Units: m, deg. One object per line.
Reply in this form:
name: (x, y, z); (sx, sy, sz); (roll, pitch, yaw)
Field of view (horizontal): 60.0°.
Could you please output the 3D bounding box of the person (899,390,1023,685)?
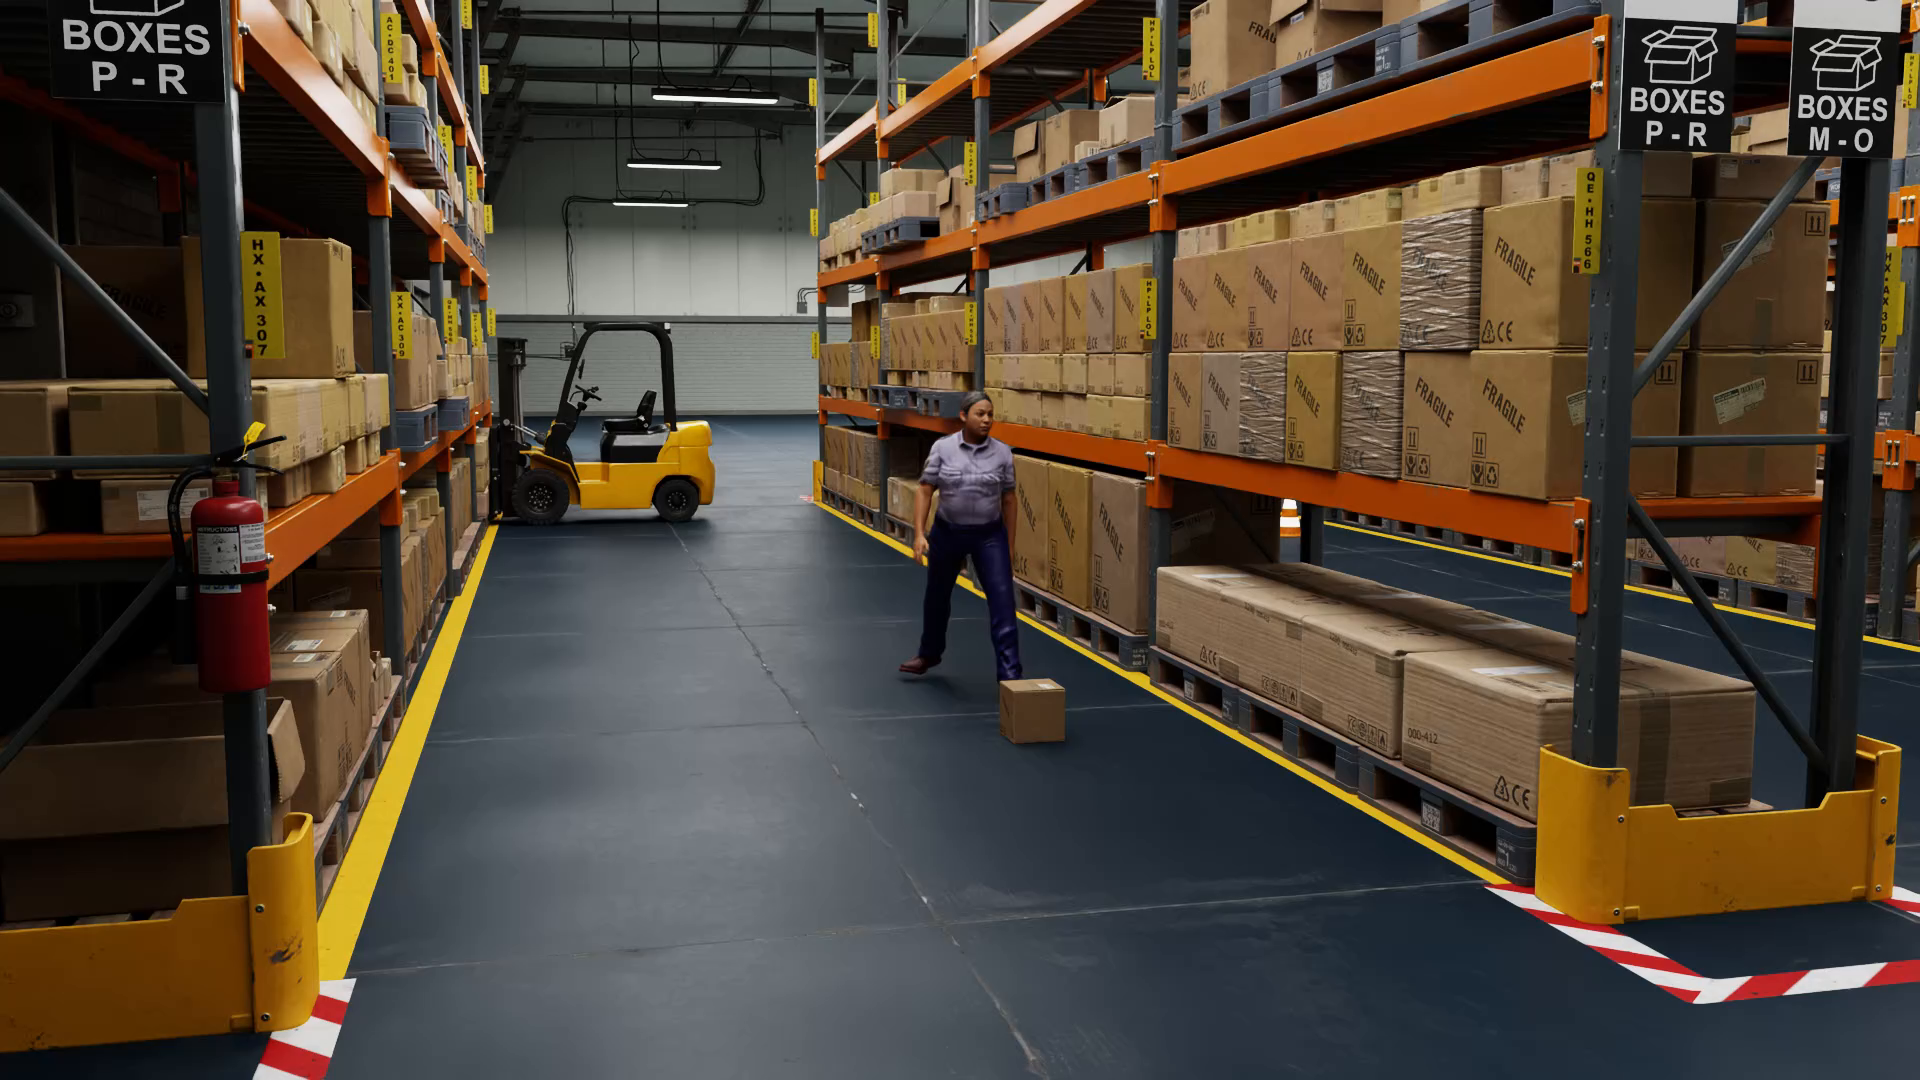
person: (0.015, 0.006, 8.800); (0.717, 1.594, 0.953); (0, 6, 2)
